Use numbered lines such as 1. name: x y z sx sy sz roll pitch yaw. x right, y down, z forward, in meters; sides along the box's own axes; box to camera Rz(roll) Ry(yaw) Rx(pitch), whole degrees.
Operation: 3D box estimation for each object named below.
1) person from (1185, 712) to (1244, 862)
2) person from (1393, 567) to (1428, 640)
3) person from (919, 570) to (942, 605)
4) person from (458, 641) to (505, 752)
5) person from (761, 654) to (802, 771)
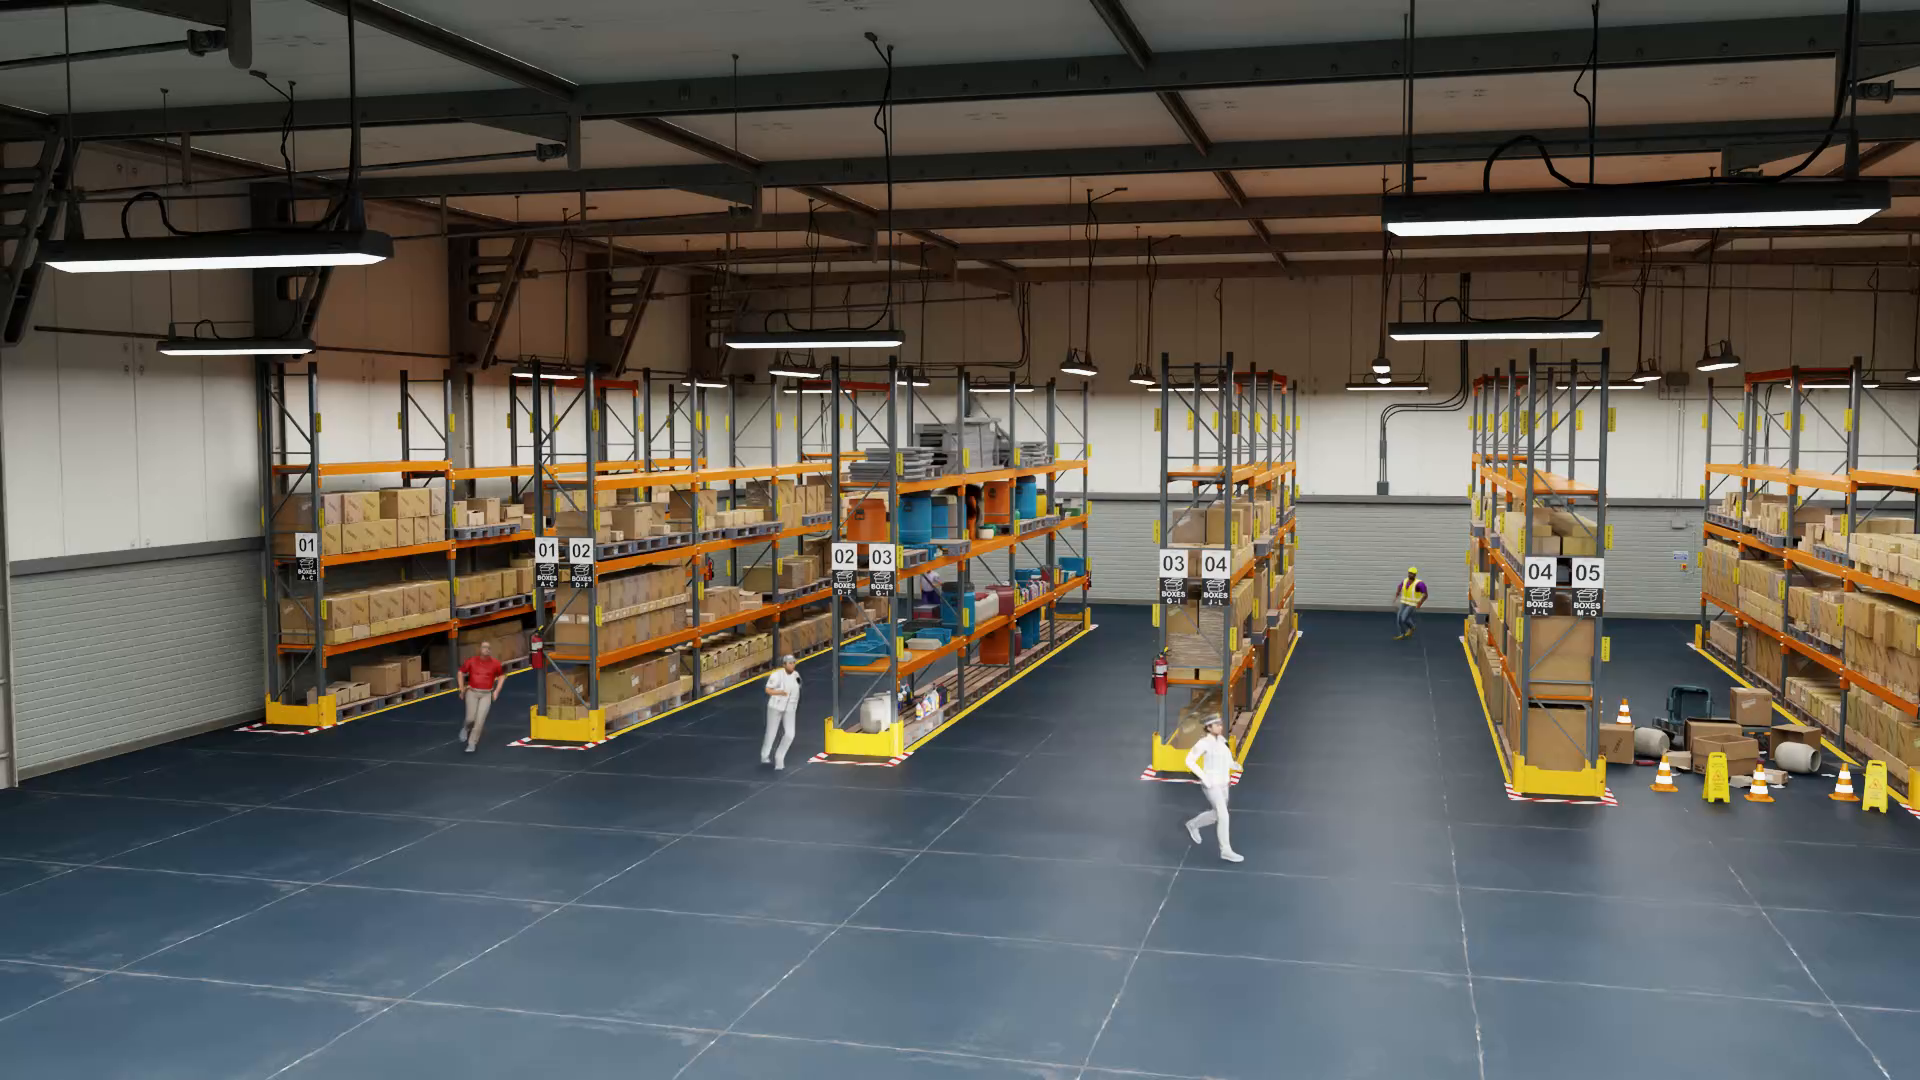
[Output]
1. person: 2.917 2.811 19.169 0.624 1.664 0.874 -4 6 -44
2. person: 10.298 1.475 38.162 0.526 1.690 0.759 -3 5 -39
3. person: -0.730 1.374 40.030 0.608 1.691 0.791 1 4 14
4. person: -7.331 2.383 25.517 0.698 1.652 0.571 -2 4 -21
5. person: -2.551 2.501 24.192 0.630 1.682 0.679 -2 4 -21
